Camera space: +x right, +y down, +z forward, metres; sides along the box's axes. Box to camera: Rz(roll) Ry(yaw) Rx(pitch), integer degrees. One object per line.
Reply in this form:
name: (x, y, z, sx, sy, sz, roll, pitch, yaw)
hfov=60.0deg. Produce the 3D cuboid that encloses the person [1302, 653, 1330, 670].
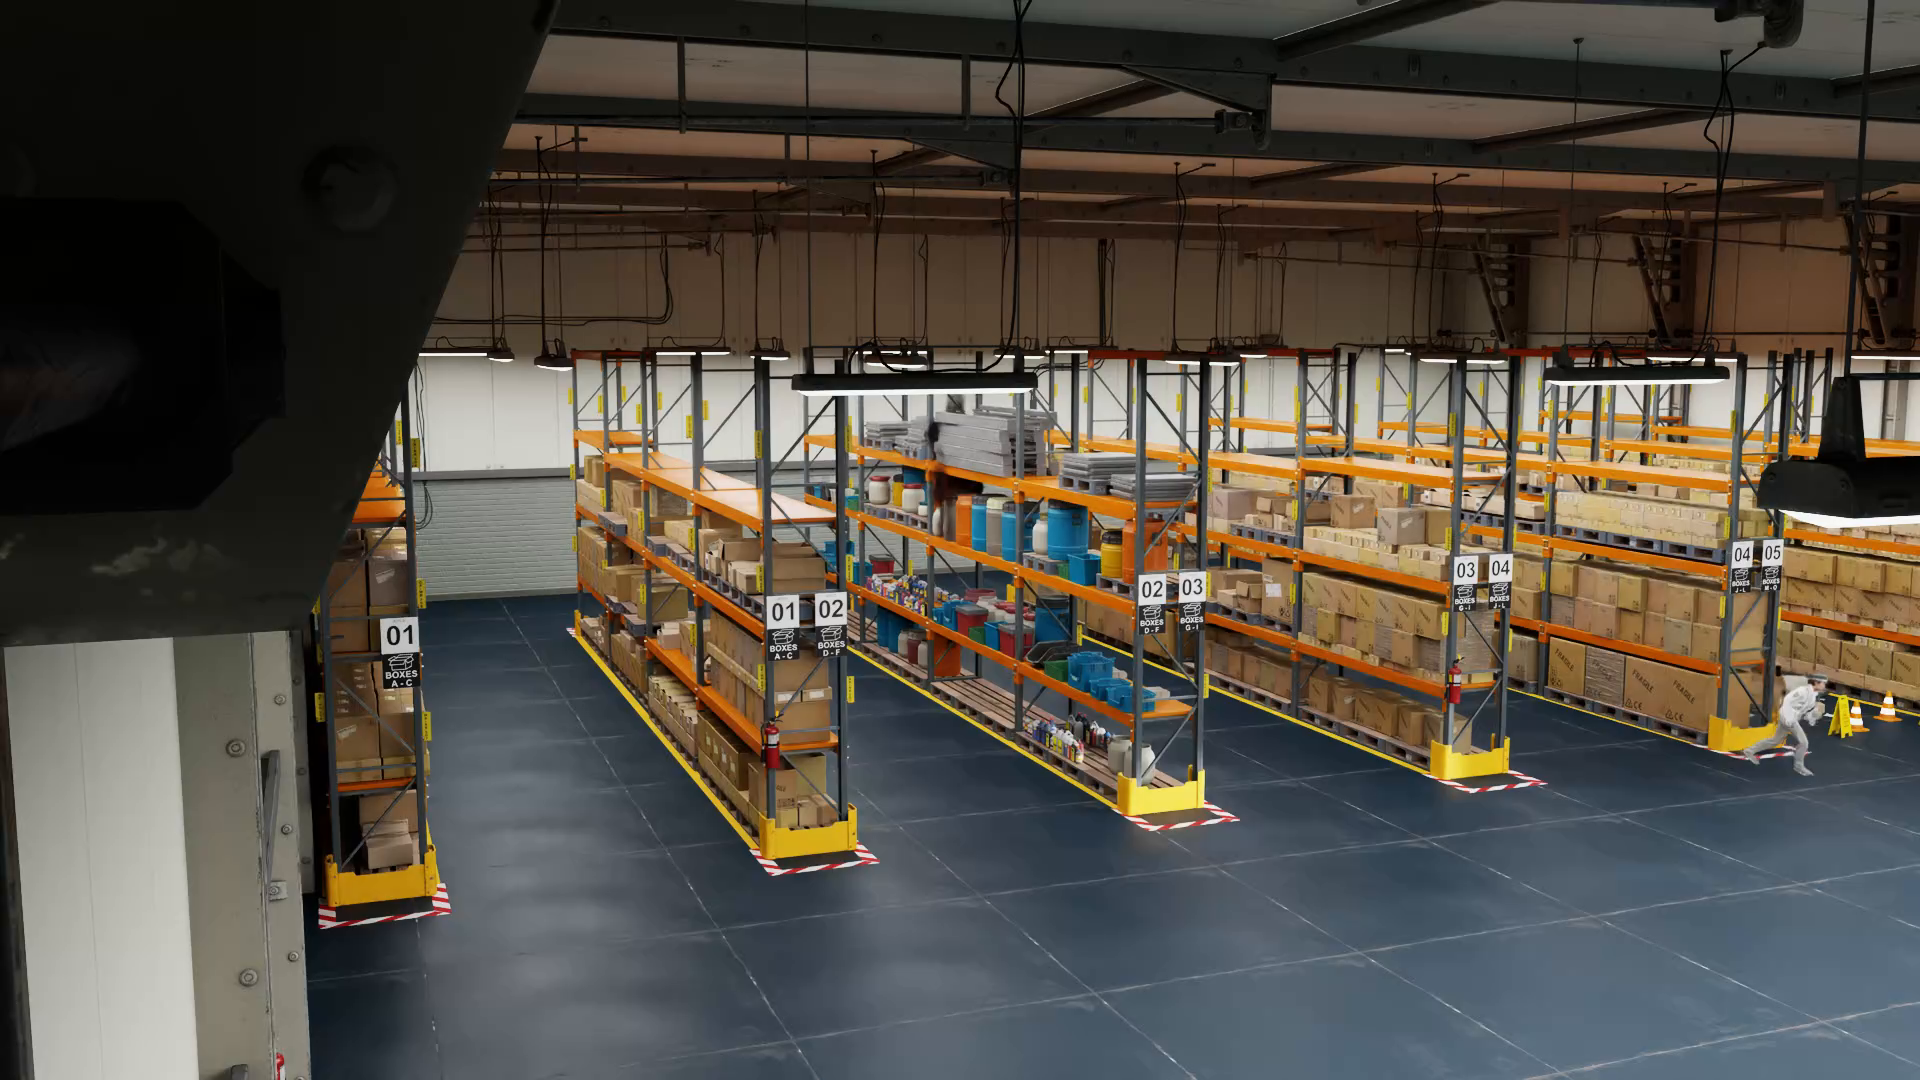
person: (6.826, 1.580, 31.625, 0.712, 1.726, 0.882, -5, 9, -34)

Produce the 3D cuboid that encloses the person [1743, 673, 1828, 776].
person: (11.952, 2.615, 24.063, 1.033, 1.511, 0.600, 6, 10, 42)
